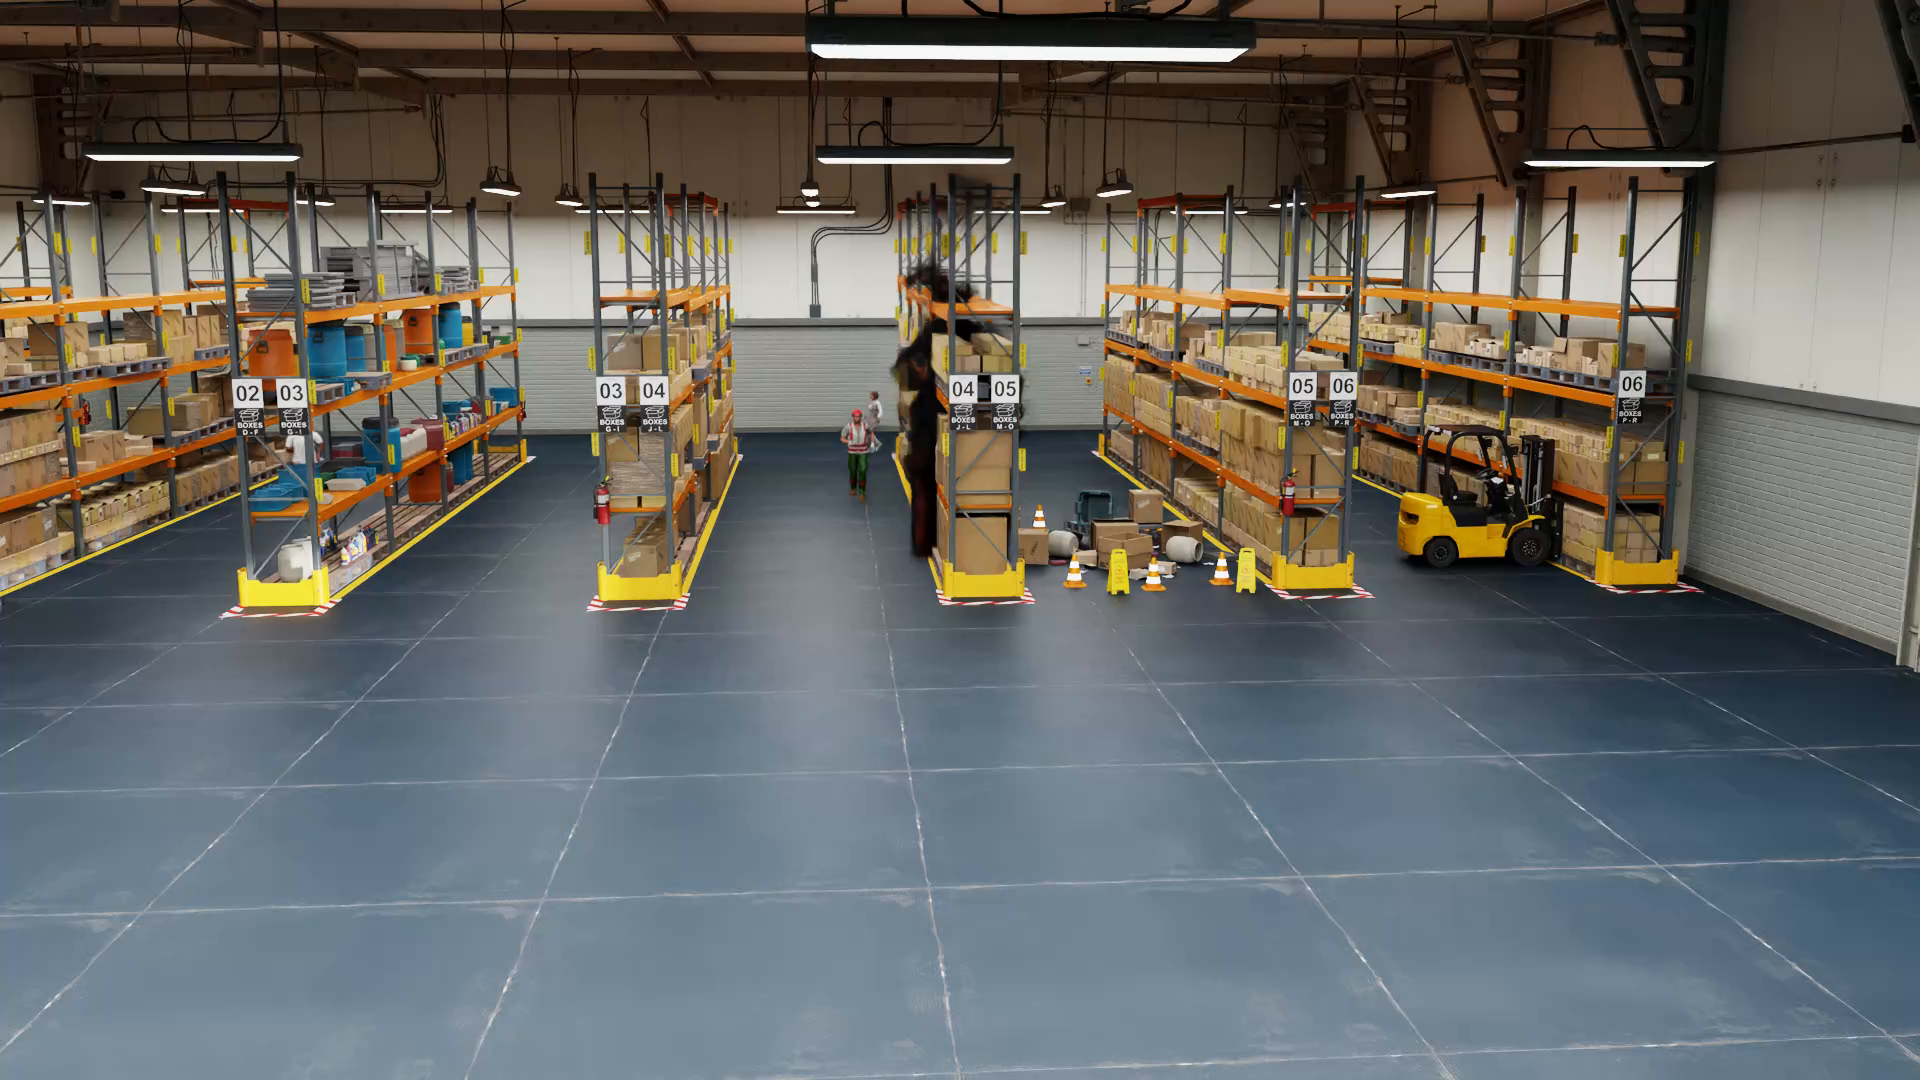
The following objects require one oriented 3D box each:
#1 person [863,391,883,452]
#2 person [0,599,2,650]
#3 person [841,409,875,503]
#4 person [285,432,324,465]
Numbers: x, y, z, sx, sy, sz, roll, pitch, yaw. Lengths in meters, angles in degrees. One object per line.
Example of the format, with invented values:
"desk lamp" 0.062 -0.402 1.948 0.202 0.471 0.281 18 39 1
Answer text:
"person" -2.149 -2.897 40.717 0.451 1.530 0.562 -3 11 -18
"person" -12.418 0.489 20.867 0.894 1.821 0.661 5 11 25
"person" -2.036 -1.692 33.138 0.683 1.844 0.817 -1 10 -7
"person" -12.646 -1.486 32.092 0.677 1.772 0.649 -3 10 -14
